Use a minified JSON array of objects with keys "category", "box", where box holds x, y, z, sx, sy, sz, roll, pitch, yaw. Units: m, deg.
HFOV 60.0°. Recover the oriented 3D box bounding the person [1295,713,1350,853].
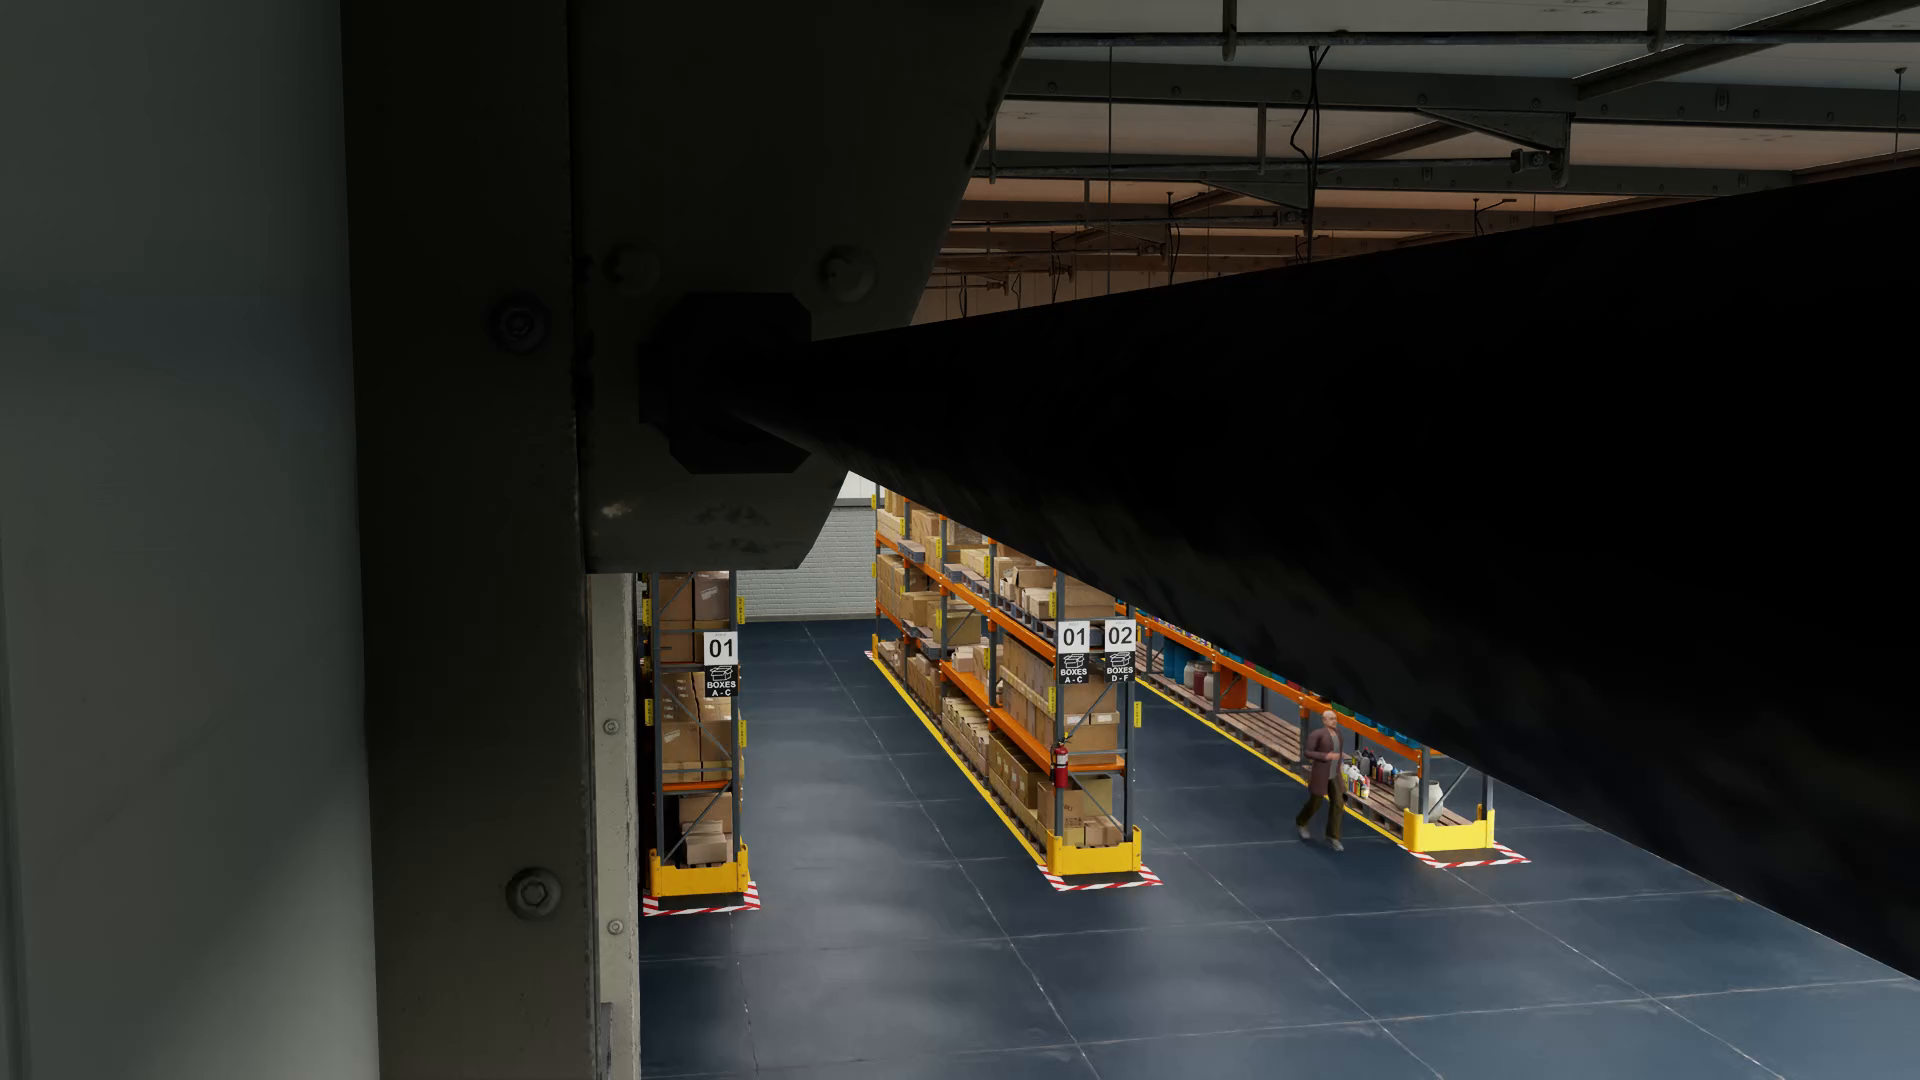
[{"category":"person","box":[4.910,3.219,22.133,0.716,1.713,0.959,-3,7,-28]}]
